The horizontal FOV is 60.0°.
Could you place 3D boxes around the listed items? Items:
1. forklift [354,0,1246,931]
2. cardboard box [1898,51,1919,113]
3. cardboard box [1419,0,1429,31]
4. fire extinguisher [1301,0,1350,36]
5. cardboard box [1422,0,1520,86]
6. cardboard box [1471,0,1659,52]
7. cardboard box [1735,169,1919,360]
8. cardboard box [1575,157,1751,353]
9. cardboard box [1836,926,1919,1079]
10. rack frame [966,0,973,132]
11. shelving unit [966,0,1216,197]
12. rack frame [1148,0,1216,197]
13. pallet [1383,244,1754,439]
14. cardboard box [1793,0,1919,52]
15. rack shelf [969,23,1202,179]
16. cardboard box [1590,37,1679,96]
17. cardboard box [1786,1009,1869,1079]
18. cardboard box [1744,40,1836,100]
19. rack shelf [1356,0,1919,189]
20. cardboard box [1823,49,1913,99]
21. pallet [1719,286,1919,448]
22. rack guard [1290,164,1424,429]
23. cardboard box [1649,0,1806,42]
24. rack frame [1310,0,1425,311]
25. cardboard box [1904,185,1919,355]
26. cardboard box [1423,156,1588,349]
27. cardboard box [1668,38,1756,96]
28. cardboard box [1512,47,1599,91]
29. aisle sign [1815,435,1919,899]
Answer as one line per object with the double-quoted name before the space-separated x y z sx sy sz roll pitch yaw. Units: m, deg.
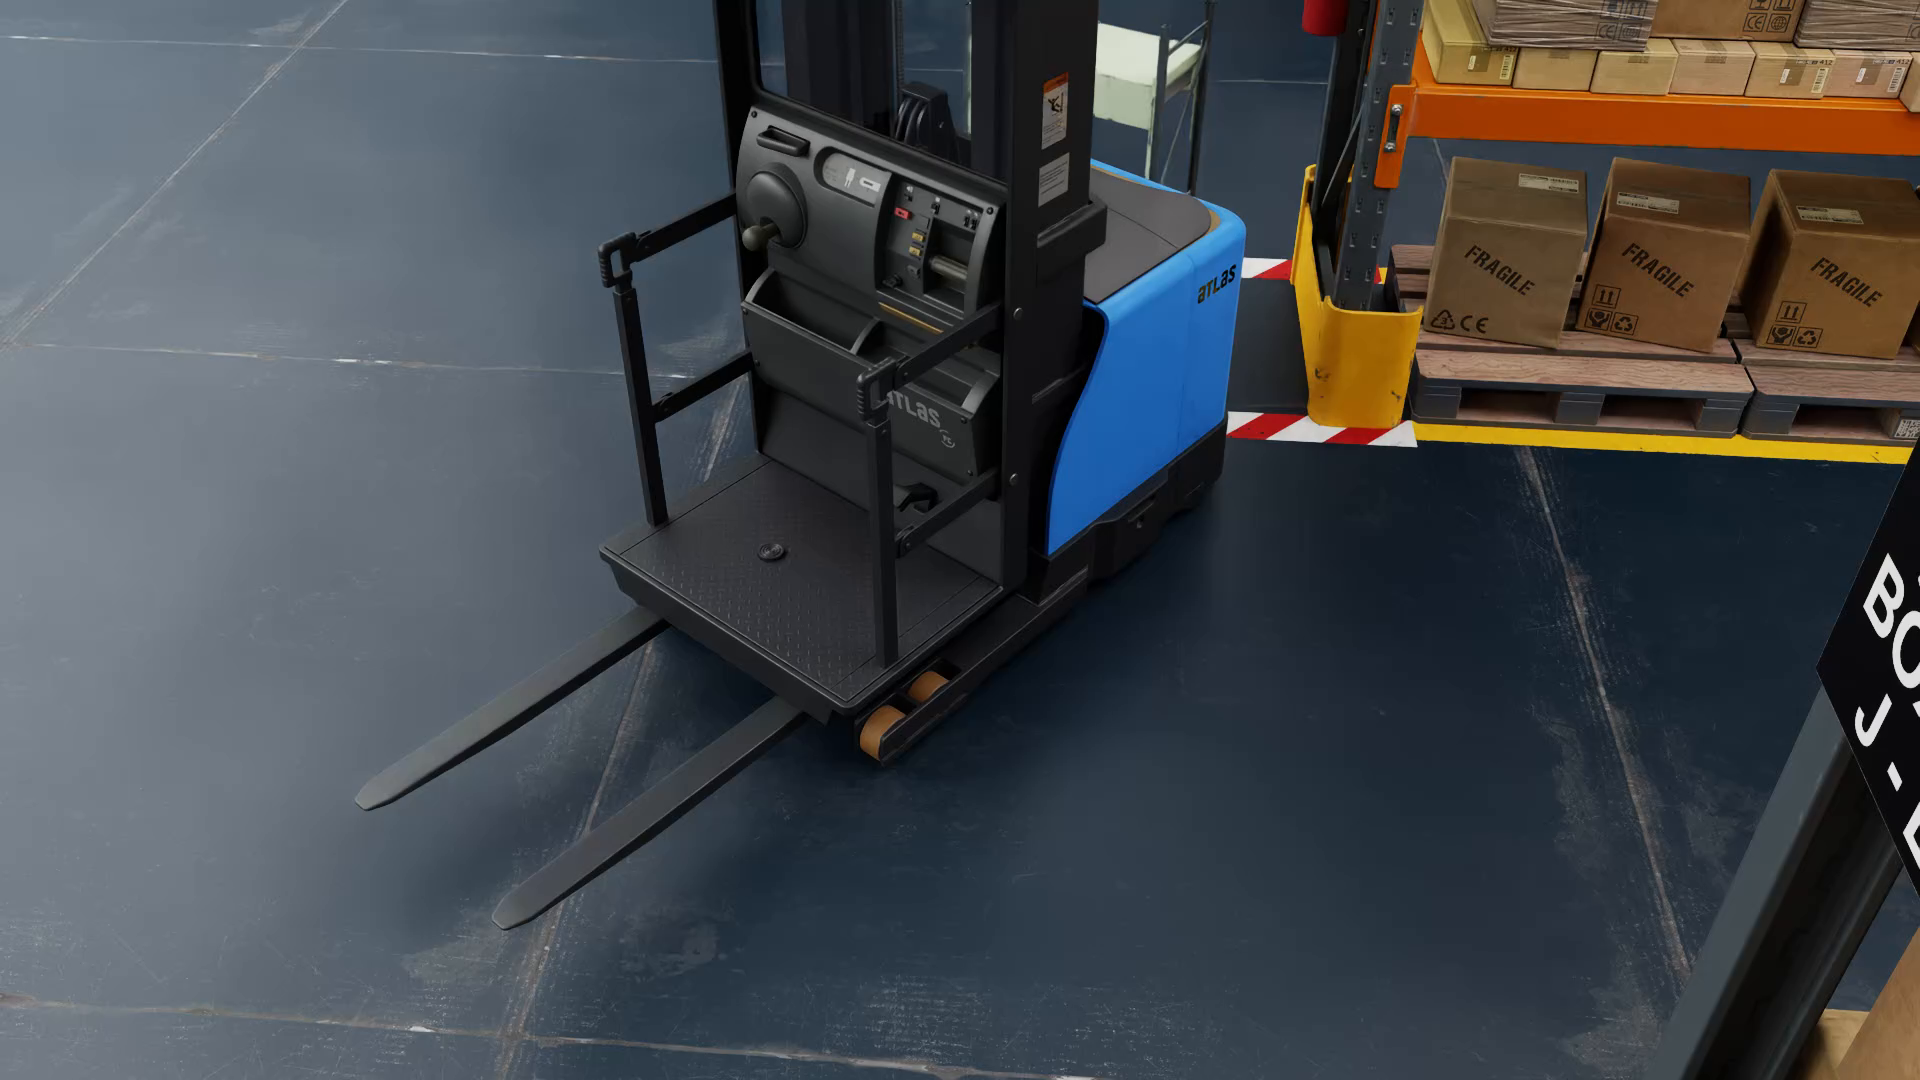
"forklift" -0.408 -0.840 4.460 1.130 2.935 3.031 29 47 31
"cardboard box" 3.218 -1.552 5.480 0.250 0.149 0.380 3 39 4
"cardboard box" 1.771 -1.975 5.999 0.250 0.149 0.380 3 39 4
"fire extinguisher" 1.395 -2.224 6.168 0.183 0.674 0.296 3 39 4
"cardboard box" 1.732 -1.695 5.655 0.250 0.149 0.380 3 39 4
"cardboard box" 2.014 -2.065 5.596 0.500 0.500 0.875 3 39 4
"cardboard box" 3.310 -1.050 6.311 0.500 0.500 0.500 7 40 8
"cardboard box" 2.688 -1.096 6.368 0.500 0.500 0.500 13 41 15
"cardboard box" 1.307 0.723 1.511 0.550 0.550 0.875 3 39 4
"rack frame" 0.130 -1.419 6.298 0.023 1.500 0.400 21 42 24
"shelving unit" 0.443 -1.300 6.152 0.755 1.500 0.431 21 42 24
"rack frame" 0.757 -1.181 6.006 0.023 1.500 0.400 21 42 24
"pallet" 2.351 -0.806 6.573 1.213 0.211 1.003 3 39 4
"cardboard box" 3.017 -2.059 5.588 0.500 0.500 0.875 3 39 4
"rack shelf" 0.447 -1.607 5.911 0.720 0.370 0.431 21 42 24
"cardboard box" 2.227 -1.646 5.596 0.250 0.149 0.380 3 39 4
"cardboard box" 1.314 1.089 1.917 0.550 0.550 0.875 3 39 4
"cardboard box" 2.727 -1.628 5.573 0.250 0.149 0.380 3 39 4
"rack shelf" 3.461 -1.570 5.873 4.000 0.370 1.077 3 39 4
"cardboard box" 2.978 -1.631 5.577 0.250 0.149 0.380 3 39 4
"pallet" 3.563 -0.738 6.489 1.213 0.211 1.003 3 39 4
"rack guard" 1.545 -0.984 6.563 0.348 0.500 1.175 3 39 4
"cardboard box" 2.523 -2.113 5.655 0.500 0.500 0.875 3 39 4
"rack frame" 1.469 -1.958 5.779 0.127 3.000 1.000 3 39 4
"cardboard box" 3.862 -0.991 6.239 0.500 0.500 0.500 0 39 0
"cardboard box" 2.090 -1.107 6.381 0.500 0.500 0.500 10 40 12
"cardboard box" 2.478 -1.646 5.595 0.250 0.149 0.380 3 39 4
"cardboard box" 1.980 -1.669 5.624 0.250 0.149 0.380 3 39 4
"aisle sign" 0.895 -0.045 1.370 0.004 0.787 0.394 3 39 4
